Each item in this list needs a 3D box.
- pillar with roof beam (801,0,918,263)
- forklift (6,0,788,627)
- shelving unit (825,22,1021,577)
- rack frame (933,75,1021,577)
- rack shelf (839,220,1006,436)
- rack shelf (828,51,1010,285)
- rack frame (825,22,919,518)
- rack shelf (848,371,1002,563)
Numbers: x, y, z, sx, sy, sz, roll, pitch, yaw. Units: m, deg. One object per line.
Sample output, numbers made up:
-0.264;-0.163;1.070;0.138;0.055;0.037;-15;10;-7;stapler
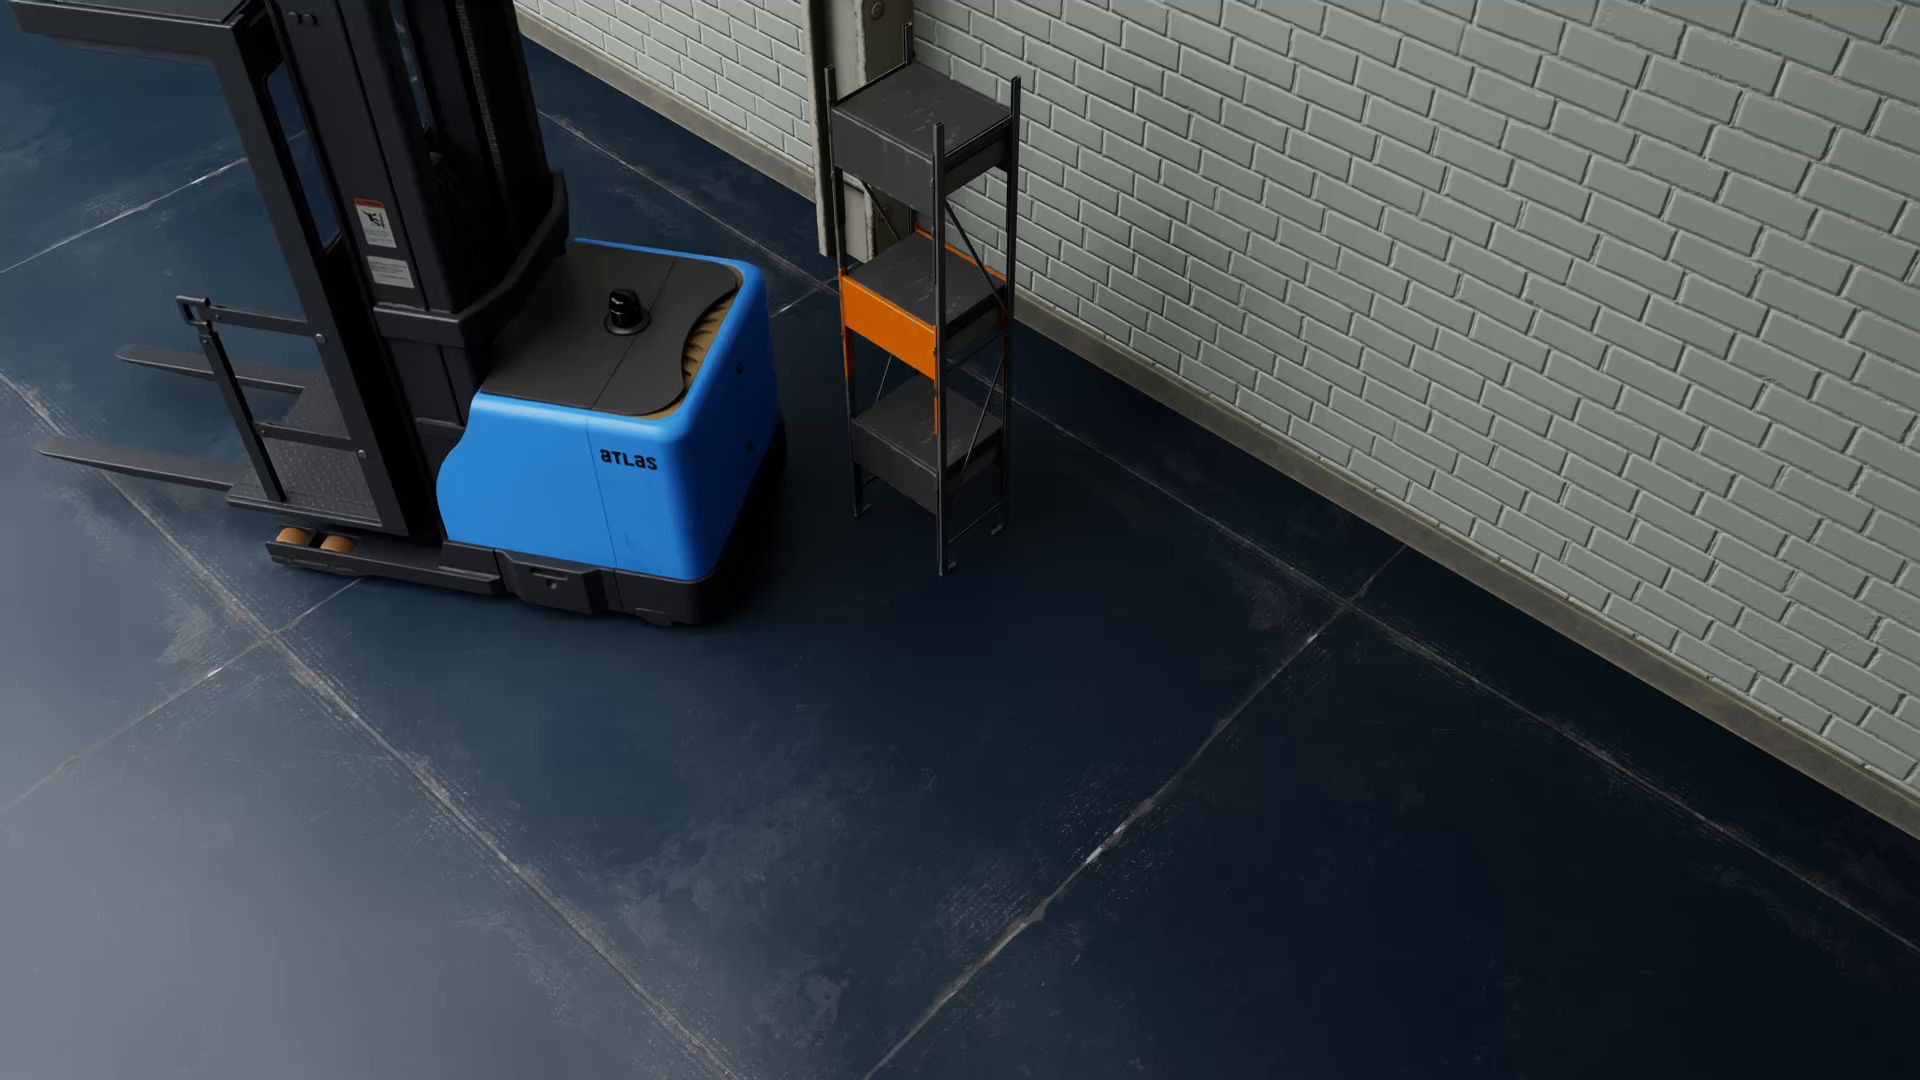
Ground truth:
-3.365;-2.176;2.729;0.400;9.000;9.100;34;55;28;pillar with roof beam
-2.307;-1.227;6.000;3.031;2.935;1.130;9;48;9;forklift
-0.122;-0.801;6.170;0.503;2.100;0.431;34;55;28;shelving unit
0.058;-0.680;6.057;0.015;2.100;0.400;34;55;28;rack frame
-0.122;-0.791;6.180;0.480;0.518;0.431;34;55;28;rack shelf
-0.122;-1.270;5.670;0.480;0.518;0.431;34;55;28;rack shelf
-0.301;-0.921;6.283;0.015;2.100;0.400;34;55;28;rack frame
-0.122;-0.312;6.690;0.480;0.518;0.431;34;55;28;rack shelf
